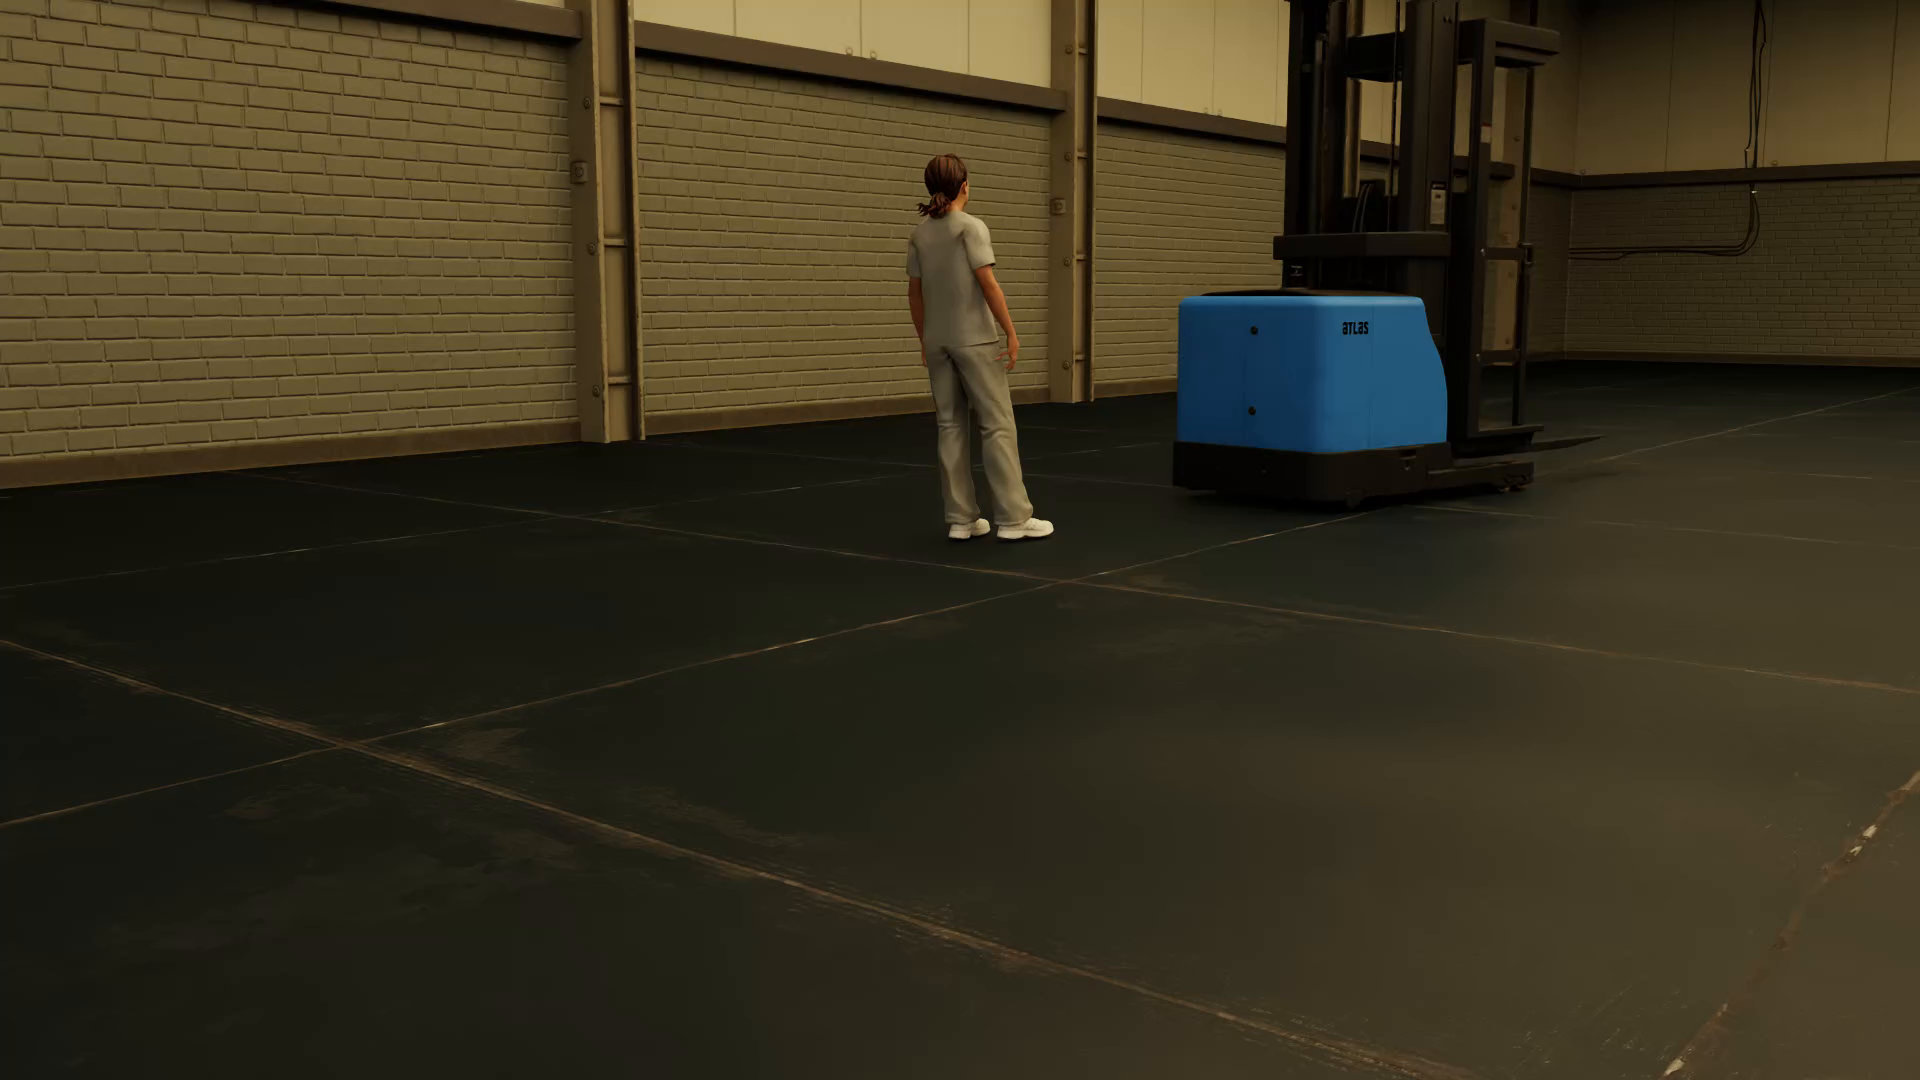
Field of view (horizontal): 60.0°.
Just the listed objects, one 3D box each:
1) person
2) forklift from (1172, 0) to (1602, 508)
[{"bbox_3d":[0.056,-0.843,7.331,0.550,1.675,0.549,7,11,38],"label":"person"},{"bbox_3d":[2.587,-1.761,9.316,3.031,2.935,1.130,-7,11,-40],"label":"forklift"}]
